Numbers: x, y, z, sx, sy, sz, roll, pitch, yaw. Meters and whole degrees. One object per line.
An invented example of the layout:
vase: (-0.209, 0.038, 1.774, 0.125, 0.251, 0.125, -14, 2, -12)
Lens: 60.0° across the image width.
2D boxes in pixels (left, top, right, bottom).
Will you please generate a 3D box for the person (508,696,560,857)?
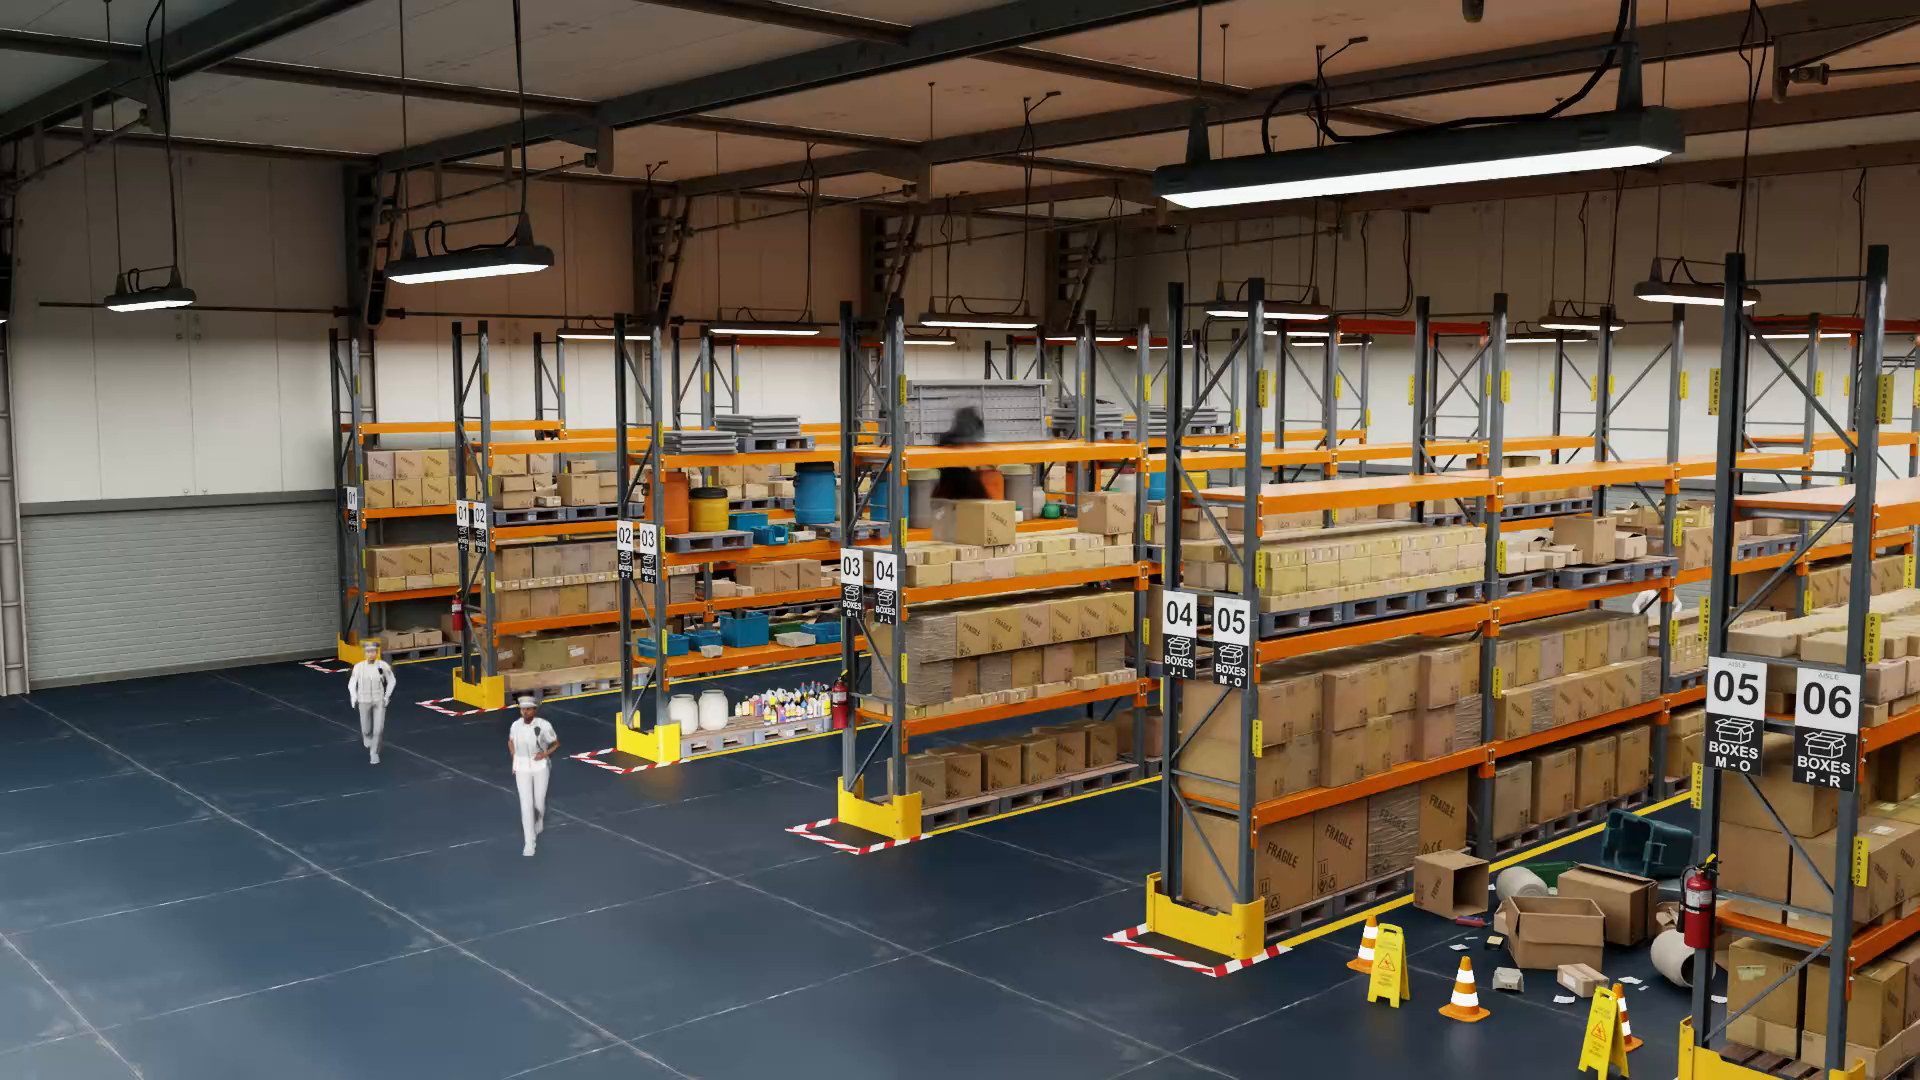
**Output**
person: (-4.674, 2.531, 18.237, 0.571, 1.710, 0.843, -1, 6, -7)

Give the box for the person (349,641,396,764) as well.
person: (-7.886, 2.150, 22.344, 0.603, 1.648, 0.593, -2, 6, -19)

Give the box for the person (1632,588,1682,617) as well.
person: (12.077, 1.493, 28.660, 0.758, 1.780, 0.660, -1, 6, -5)
